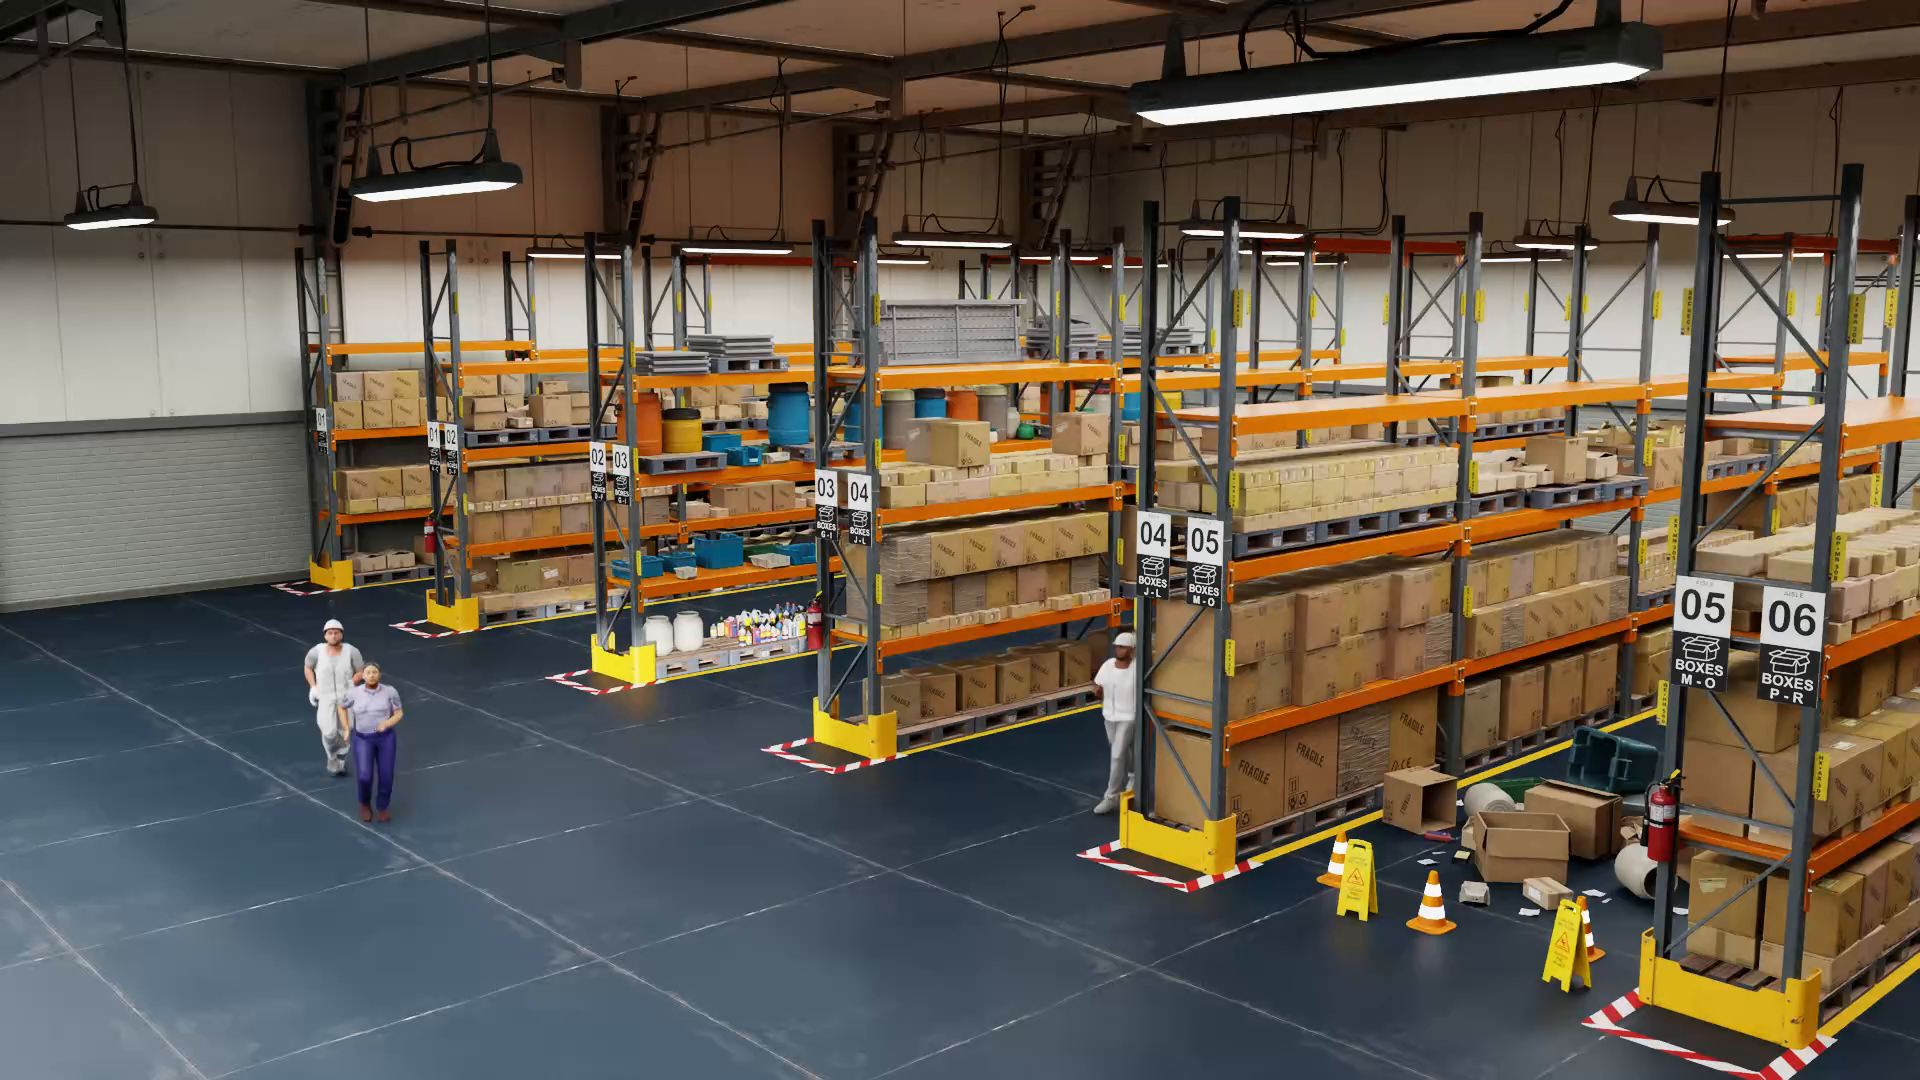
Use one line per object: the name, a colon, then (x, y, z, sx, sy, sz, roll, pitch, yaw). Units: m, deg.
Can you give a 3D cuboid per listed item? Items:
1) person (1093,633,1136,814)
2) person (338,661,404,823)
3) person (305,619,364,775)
person: (1.634, 1.806, 16.825, 0.702, 1.761, 0.931, 8, 11, 43)
person: (-5.735, 1.994, 16.258, 0.593, 1.599, 0.622, -4, 9, -23)
person: (-6.673, 1.697, 17.799, 0.581, 1.723, 0.696, -4, 9, -24)
